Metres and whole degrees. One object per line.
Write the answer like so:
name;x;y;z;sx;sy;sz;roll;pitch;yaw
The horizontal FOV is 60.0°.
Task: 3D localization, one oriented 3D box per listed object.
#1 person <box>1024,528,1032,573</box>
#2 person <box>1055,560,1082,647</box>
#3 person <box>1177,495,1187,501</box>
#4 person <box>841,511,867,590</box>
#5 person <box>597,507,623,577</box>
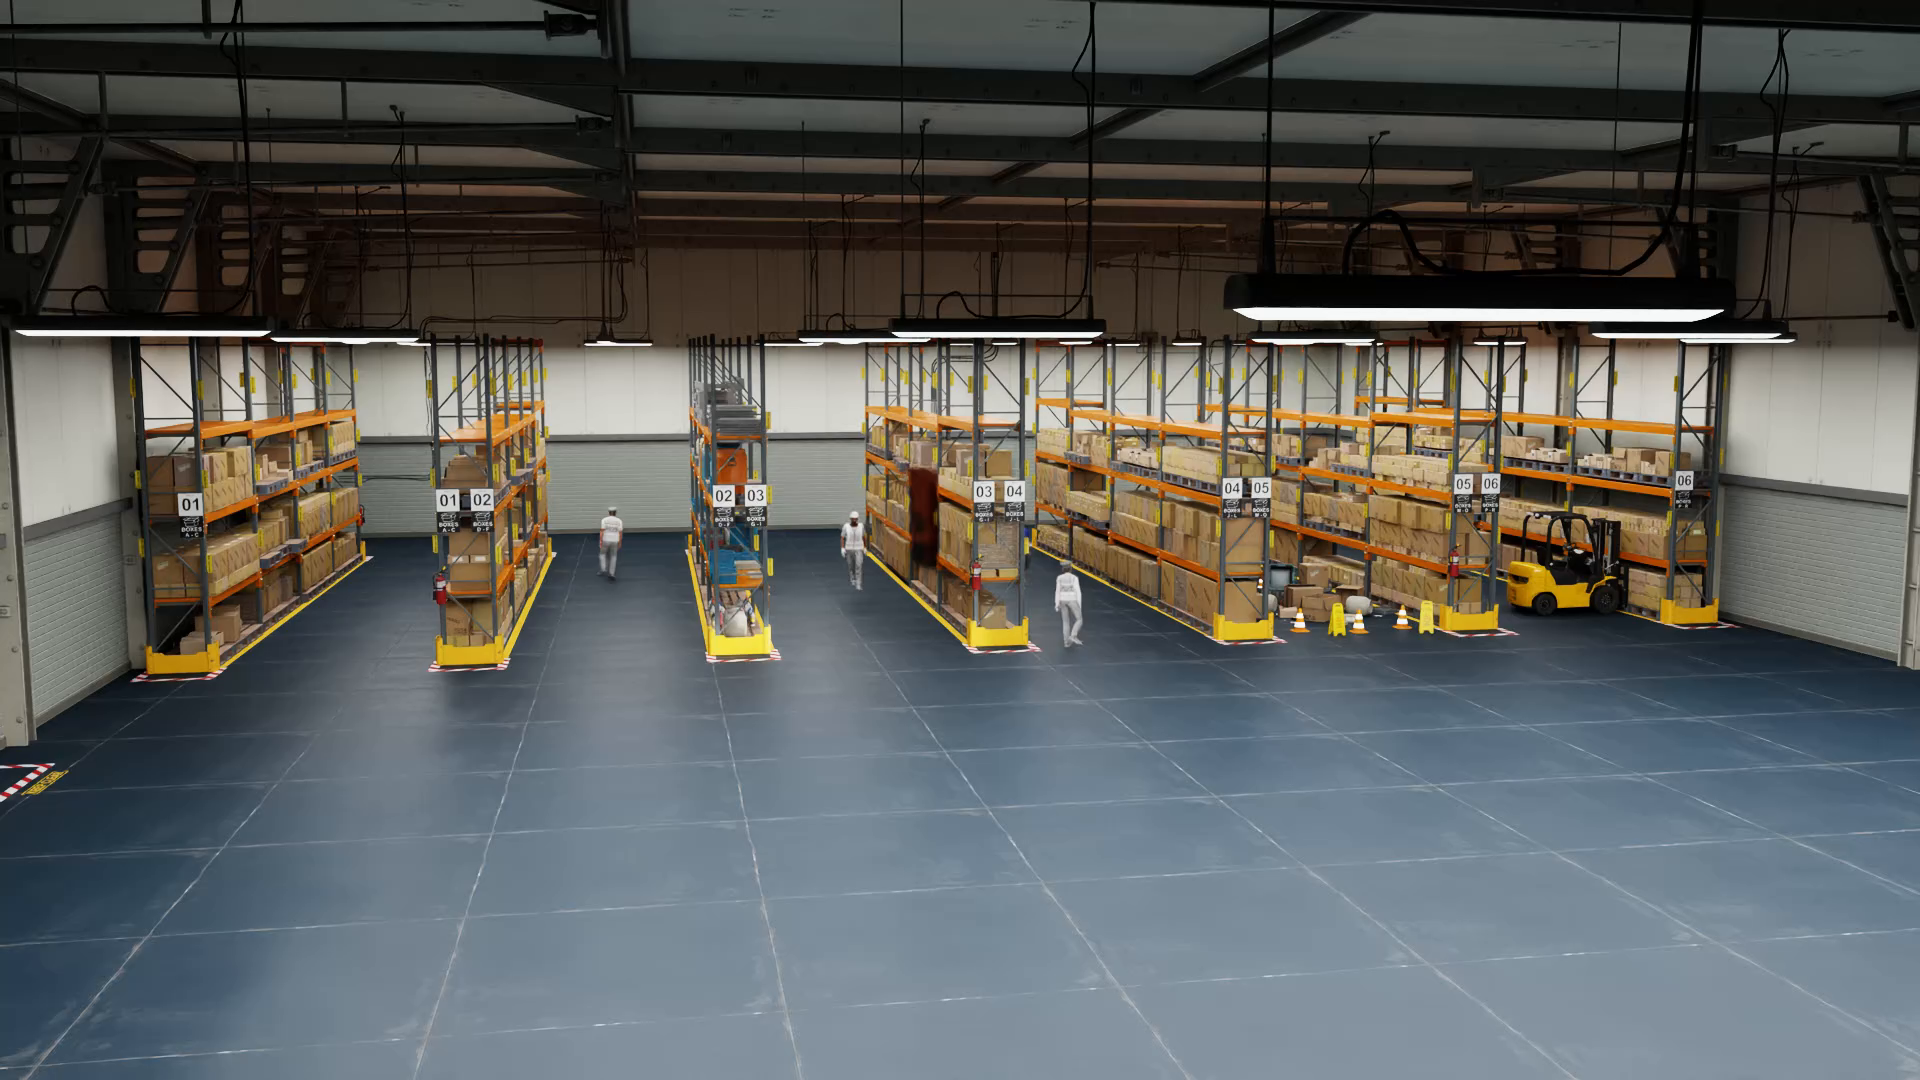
person;1.480;0.293;40.727;0.493;1.469;1.038;-1;7;-8
person;2.101;1.237;32.049;0.641;1.654;0.468;4;7;28
person;6.808;-0.885;50.628;0.477;1.589;0.445;-1;7;-12
person;-2.435;0.218;37.711;0.555;1.729;0.957;1;7;6
person;-8.827;0.044;41.889;0.662;1.764;0.427;-2;7;-13
